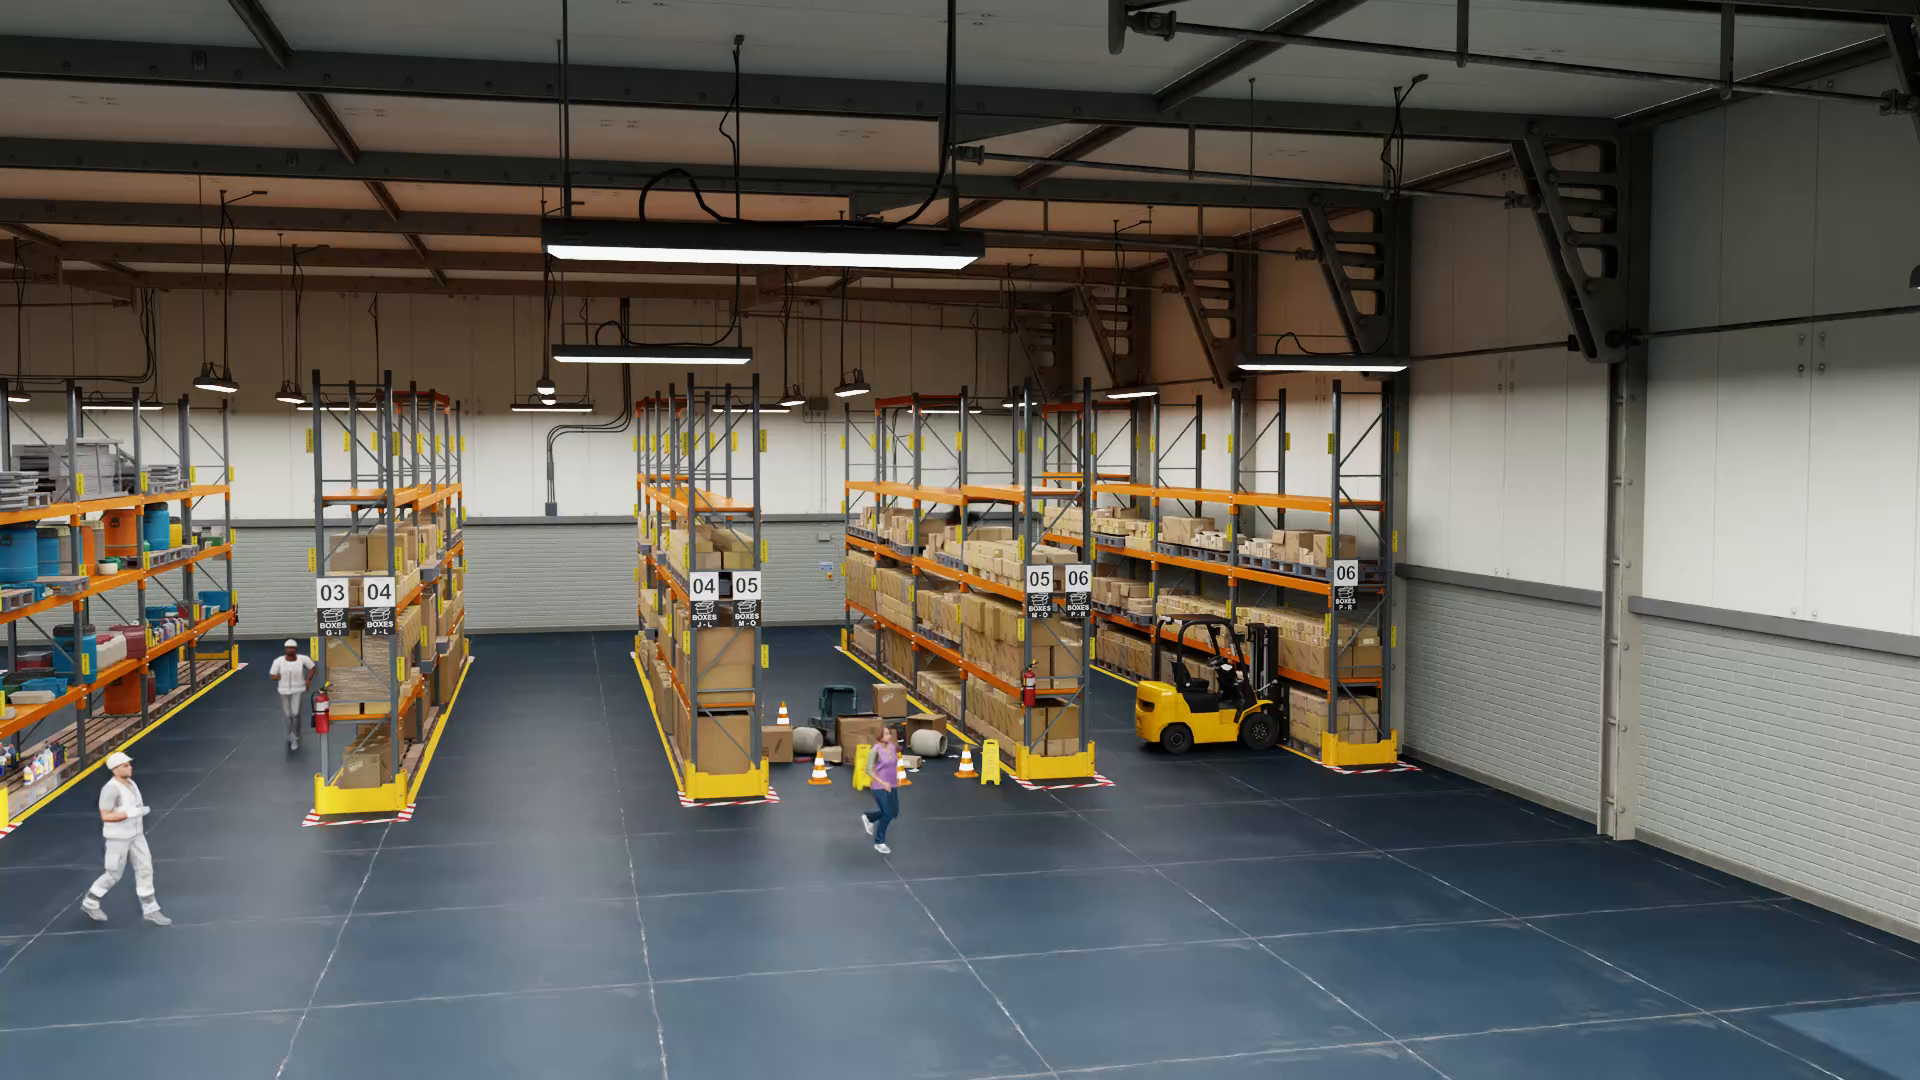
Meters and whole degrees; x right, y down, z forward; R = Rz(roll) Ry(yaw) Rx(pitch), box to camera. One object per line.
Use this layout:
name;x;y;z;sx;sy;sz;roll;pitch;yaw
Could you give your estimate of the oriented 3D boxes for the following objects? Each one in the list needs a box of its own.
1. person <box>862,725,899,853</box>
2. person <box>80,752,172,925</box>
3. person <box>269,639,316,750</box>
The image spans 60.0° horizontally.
person;-0.983;3.049;20.495;0.610;1.573;0.554;3;4;41
person;-8.643;3.089;17.168;0.920;1.809;0.648;0;3;7
person;-11.015;2.543;27.421;0.687;1.815;0.719;-1;3;-11
